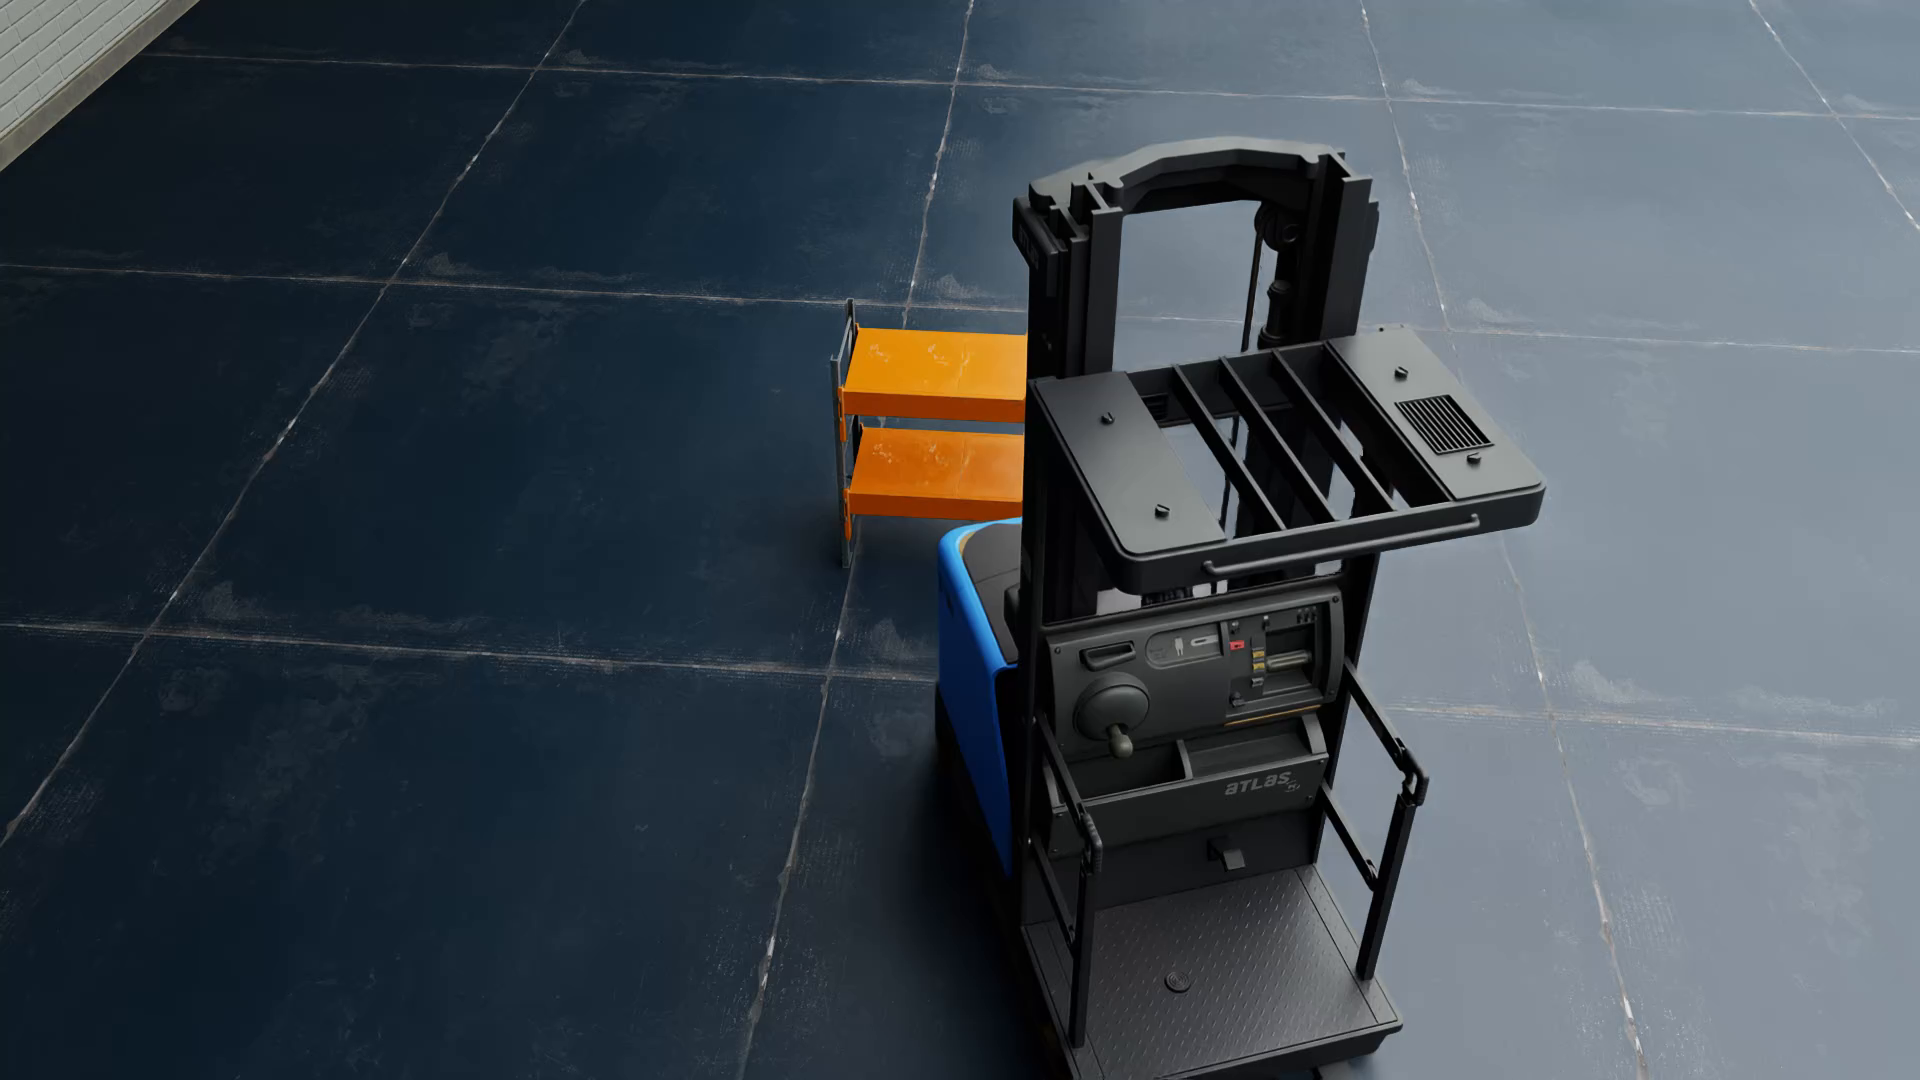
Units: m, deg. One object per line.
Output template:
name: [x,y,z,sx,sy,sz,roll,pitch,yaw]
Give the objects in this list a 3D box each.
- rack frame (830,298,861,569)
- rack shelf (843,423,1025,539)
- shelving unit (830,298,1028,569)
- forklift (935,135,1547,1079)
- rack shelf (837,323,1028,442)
rack frame: [-0.500,-0.464,7.428,0.032,1.125,0.500,3,39,4]
rack shelf: [0.007,-0.246,7.549,1.000,0.278,0.538,3,39,4]
shelving unit: [0.007,-0.436,7.394,1.048,1.125,0.538,3,39,4]
forklift: [0.775,0.478,4.841,1.130,2.935,3.031,-10,40,-12]
rack shelf: [0.007,-0.663,7.210,1.000,0.278,0.538,3,39,4]
